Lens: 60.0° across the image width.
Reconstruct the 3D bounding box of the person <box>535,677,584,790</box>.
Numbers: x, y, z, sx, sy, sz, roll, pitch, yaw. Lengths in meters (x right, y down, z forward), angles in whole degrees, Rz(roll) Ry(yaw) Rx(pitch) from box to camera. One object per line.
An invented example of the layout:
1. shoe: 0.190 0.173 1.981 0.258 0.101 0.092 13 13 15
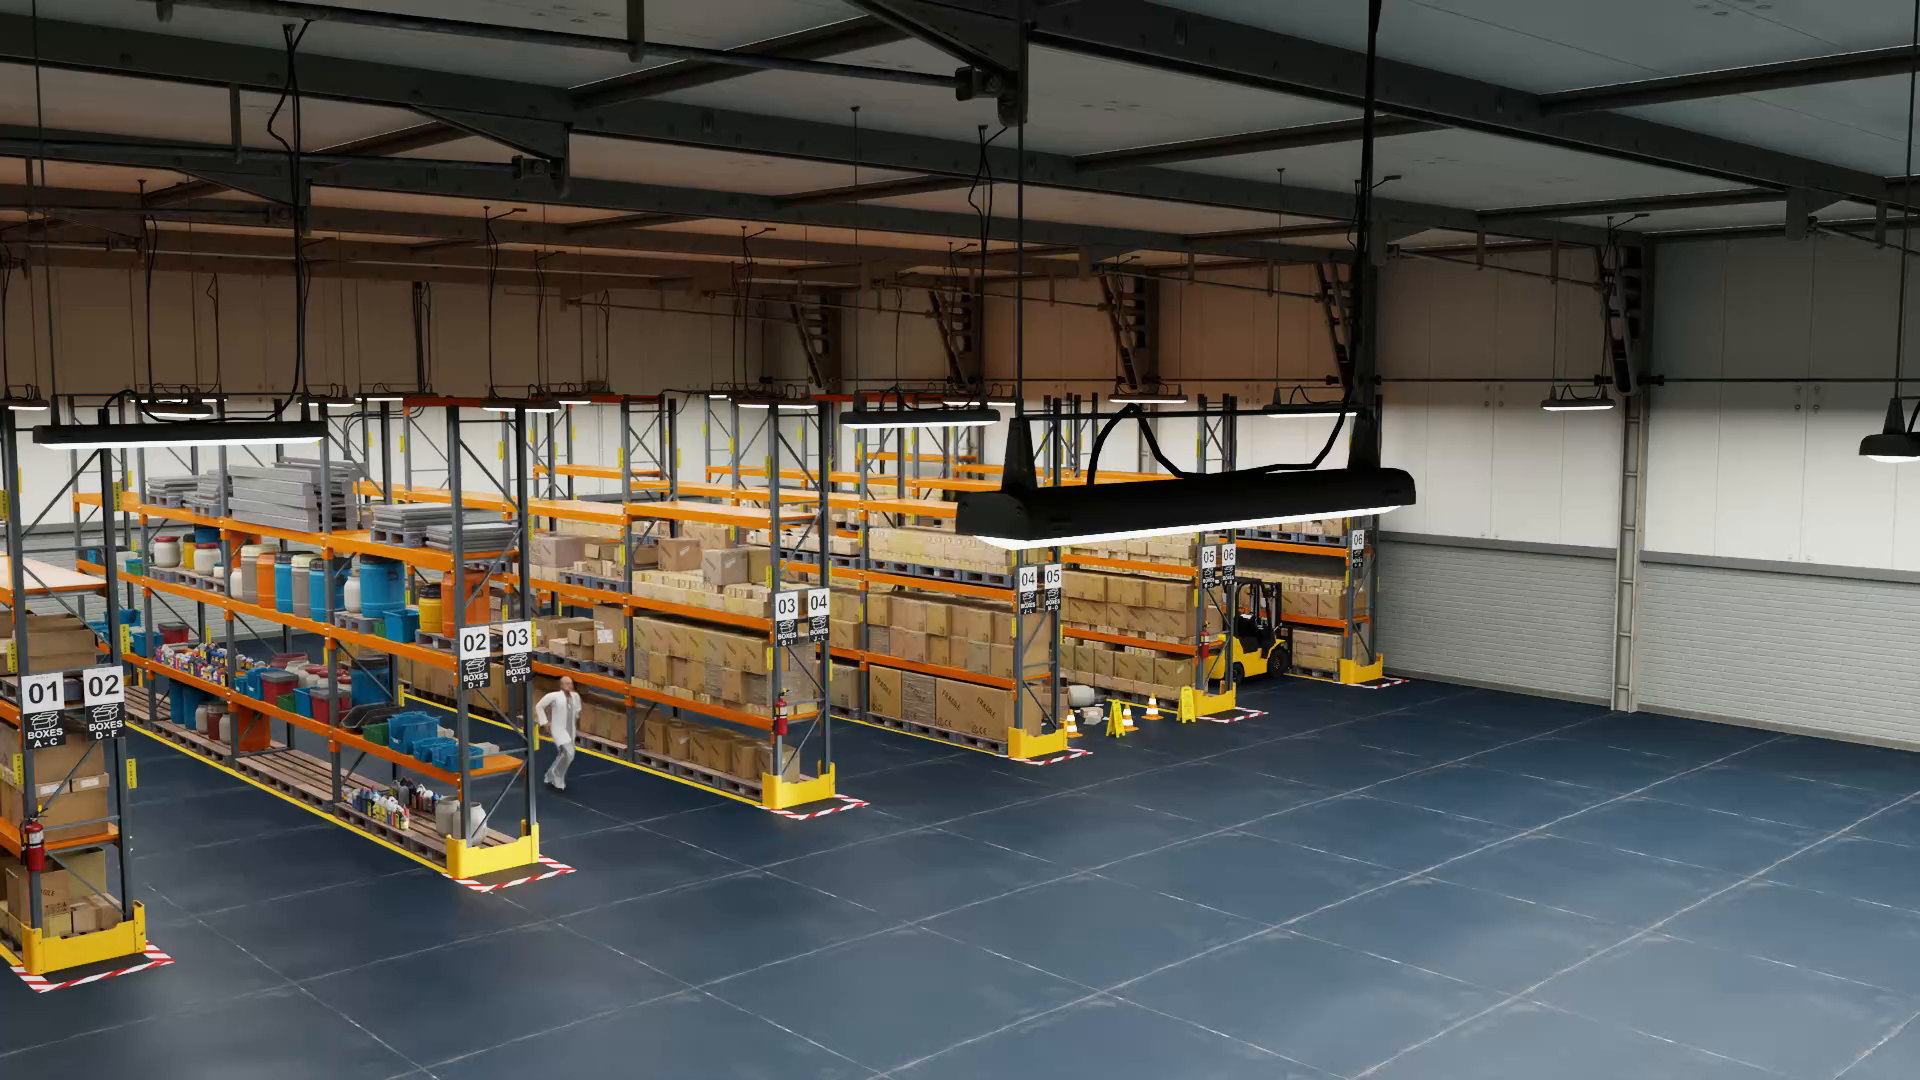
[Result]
1. person: -6.120 2.979 25.654 0.799 1.762 0.691 4 7 34
